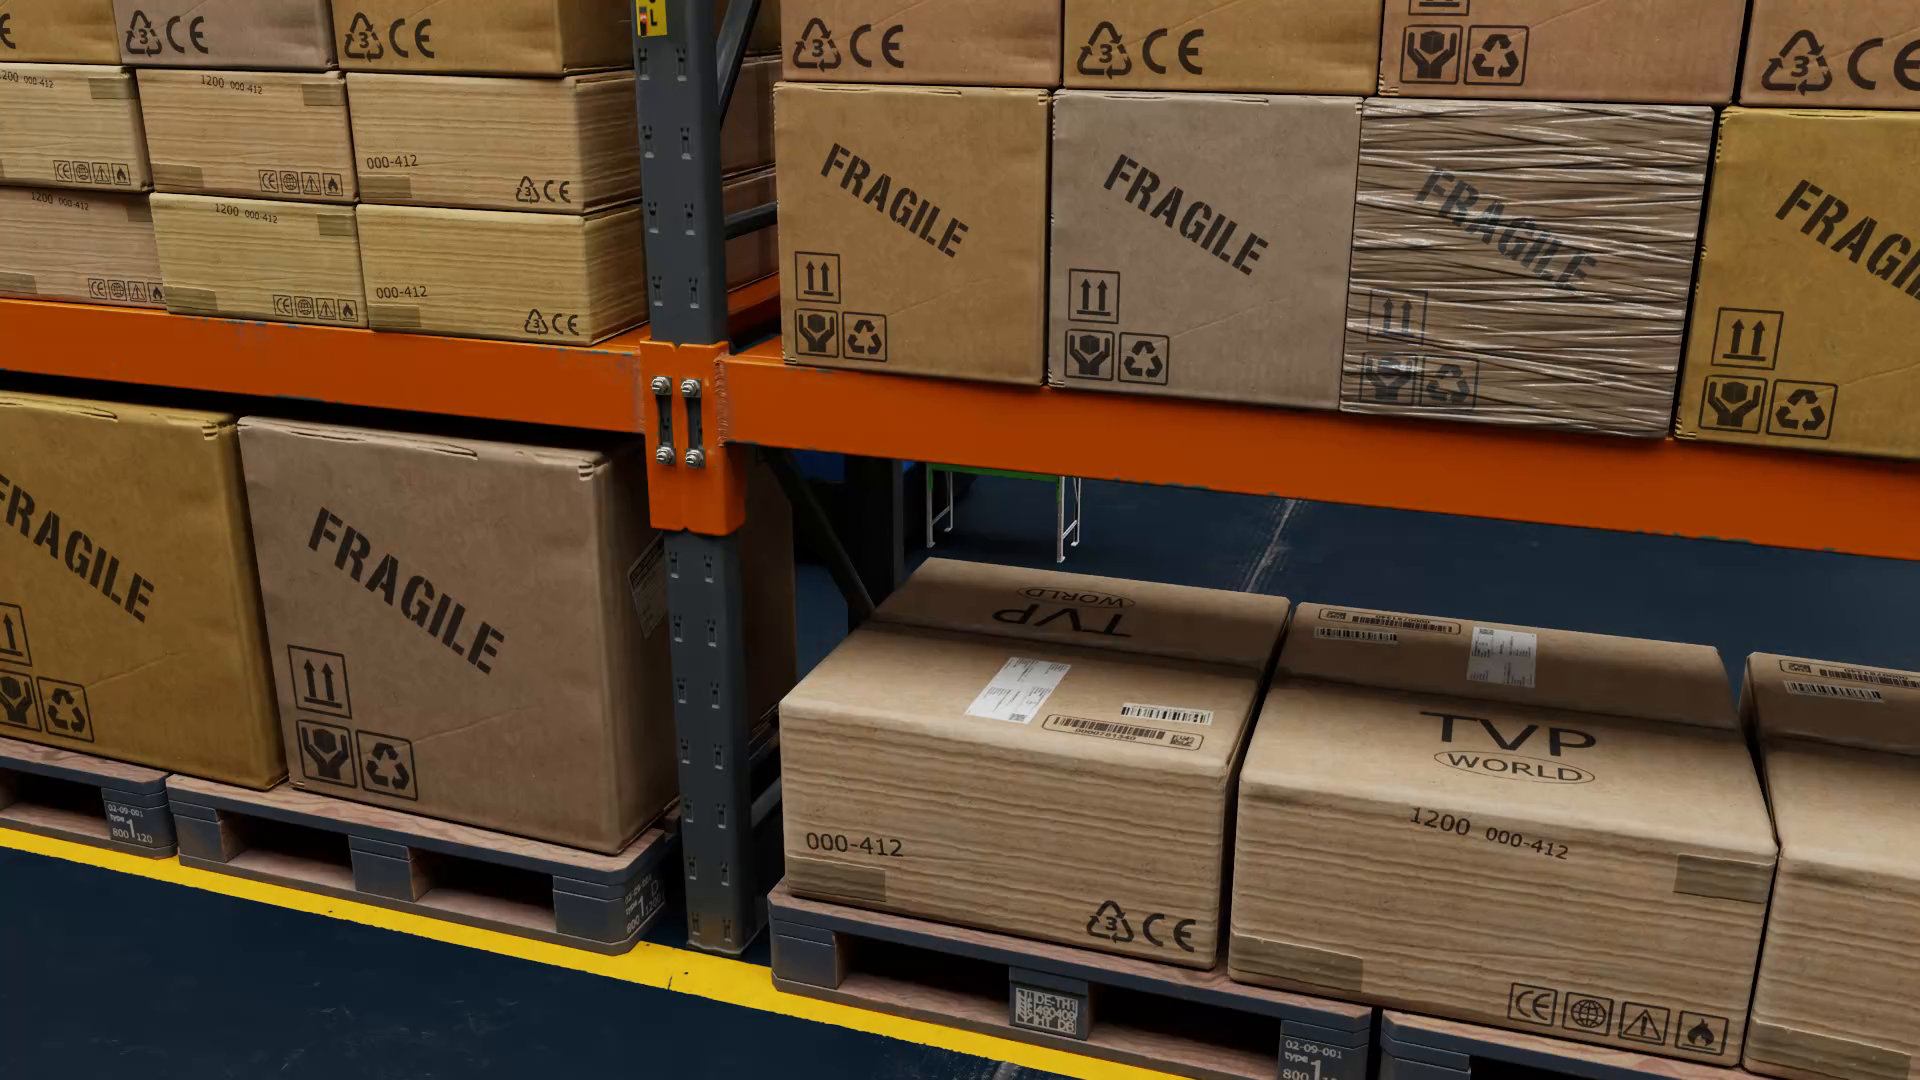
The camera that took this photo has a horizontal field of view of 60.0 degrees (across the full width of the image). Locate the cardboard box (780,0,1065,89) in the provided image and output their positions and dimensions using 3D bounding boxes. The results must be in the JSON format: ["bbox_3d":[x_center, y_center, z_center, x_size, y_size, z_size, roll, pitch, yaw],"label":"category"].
[{"bbox_3d":[0.008,-1.081,2.950,0.500,0.500,0.500,7,20,18],"label":"cardboard box"}]

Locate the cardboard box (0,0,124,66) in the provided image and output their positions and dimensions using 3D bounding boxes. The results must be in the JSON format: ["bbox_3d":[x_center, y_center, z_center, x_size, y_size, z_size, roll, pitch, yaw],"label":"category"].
[{"bbox_3d":[-1.830,-1.292,3.556,0.500,0.500,0.500,7,20,20],"label":"cardboard box"}]

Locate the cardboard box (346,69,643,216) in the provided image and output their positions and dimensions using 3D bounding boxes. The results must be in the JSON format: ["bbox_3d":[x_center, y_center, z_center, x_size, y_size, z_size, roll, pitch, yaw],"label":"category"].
[{"bbox_3d":[-0.858,-0.826,3.356,0.500,0.250,0.500,7,20,18],"label":"cardboard box"}]

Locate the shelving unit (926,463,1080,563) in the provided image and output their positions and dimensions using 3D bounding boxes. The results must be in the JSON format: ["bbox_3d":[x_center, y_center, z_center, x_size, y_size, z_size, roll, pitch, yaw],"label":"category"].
[{"bbox_3d":[0.156,-0.549,5.827,0.503,1.200,0.258,7,20,18],"label":"shelving unit"}]

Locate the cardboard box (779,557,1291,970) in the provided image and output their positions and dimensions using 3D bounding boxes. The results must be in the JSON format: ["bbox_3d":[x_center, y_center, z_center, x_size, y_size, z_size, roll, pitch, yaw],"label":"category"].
[{"bbox_3d":[0.196,0.424,3.556,0.875,0.438,0.875,6,20,17],"label":"cardboard box"}]

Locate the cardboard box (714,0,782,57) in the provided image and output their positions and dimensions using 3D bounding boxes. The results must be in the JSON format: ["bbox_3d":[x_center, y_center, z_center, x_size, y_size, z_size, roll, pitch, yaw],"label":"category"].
[{"bbox_3d":[-0.683,-1.345,3.706,0.500,0.500,0.500,7,20,19],"label":"cardboard box"}]

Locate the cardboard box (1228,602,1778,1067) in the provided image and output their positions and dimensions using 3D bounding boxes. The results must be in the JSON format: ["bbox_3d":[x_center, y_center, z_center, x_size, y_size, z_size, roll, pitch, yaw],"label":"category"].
[{"bbox_3d":[1.042,0.521,3.280,0.875,0.438,0.875,6,20,16],"label":"cardboard box"}]

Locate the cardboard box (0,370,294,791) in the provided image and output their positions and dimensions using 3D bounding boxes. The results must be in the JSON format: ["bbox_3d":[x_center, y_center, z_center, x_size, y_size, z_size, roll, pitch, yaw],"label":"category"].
[{"bbox_3d":[-1.830,-0.021,4.169,0.875,0.875,0.875,7,20,20],"label":"cardboard box"}]

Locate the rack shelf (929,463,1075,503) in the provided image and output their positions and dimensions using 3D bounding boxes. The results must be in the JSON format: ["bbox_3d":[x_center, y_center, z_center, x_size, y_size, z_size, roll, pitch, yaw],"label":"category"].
[{"bbox_3d":[0.156,-0.262,5.927,0.480,0.148,0.258,7,20,18],"label":"rack shelf"}]

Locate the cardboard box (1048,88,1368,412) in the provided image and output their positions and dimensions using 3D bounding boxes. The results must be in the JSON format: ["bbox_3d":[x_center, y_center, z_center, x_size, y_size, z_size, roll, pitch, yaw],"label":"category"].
[{"bbox_3d":[0.469,-0.548,2.939,0.500,0.500,0.500,7,20,18],"label":"cardboard box"}]

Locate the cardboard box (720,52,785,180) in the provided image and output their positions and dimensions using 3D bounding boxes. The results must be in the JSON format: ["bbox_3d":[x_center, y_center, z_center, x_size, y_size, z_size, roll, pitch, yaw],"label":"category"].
[{"bbox_3d":[-0.685,-0.989,3.824,0.500,0.250,0.500,6,20,16],"label":"cardboard box"}]

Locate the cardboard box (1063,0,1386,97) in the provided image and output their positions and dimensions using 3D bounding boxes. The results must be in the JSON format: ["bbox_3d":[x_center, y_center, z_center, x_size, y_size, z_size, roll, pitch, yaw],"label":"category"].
[{"bbox_3d":[0.483,-1.025,2.787,0.500,0.500,0.500,6,20,17],"label":"cardboard box"}]

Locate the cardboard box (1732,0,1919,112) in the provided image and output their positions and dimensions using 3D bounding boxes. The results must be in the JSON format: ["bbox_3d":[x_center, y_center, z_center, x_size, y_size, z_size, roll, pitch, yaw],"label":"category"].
[{"bbox_3d":[1.439,-0.910,2.460,0.500,0.500,0.500,6,20,18],"label":"cardboard box"}]

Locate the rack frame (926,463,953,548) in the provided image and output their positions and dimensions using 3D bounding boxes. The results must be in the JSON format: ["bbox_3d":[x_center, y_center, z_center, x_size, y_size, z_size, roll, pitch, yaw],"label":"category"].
[{"bbox_3d":[-0.074,-0.575,5.903,0.015,1.200,0.240,7,20,18],"label":"rack frame"}]

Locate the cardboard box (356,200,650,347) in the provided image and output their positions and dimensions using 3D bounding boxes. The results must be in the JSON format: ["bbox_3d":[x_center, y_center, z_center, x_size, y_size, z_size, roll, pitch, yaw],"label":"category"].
[{"bbox_3d":[-0.868,-0.588,3.433,0.500,0.250,0.500,6,20,17],"label":"cardboard box"}]

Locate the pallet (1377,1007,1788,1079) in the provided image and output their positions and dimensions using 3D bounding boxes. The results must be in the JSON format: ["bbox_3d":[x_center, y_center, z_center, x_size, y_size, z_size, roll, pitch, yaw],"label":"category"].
[{"bbox_3d":[1.487,0.866,3.271,1.213,0.211,1.003,7,20,18],"label":"pallet"}]

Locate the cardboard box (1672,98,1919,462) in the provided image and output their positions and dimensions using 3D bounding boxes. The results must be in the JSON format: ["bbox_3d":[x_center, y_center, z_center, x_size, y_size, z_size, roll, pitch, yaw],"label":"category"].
[{"bbox_3d":[1.424,-0.437,2.620,0.500,0.500,0.500,7,20,20],"label":"cardboard box"}]

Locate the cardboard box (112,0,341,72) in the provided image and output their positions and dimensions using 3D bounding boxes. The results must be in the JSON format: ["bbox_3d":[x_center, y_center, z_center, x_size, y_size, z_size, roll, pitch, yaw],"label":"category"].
[{"bbox_3d":[-1.358,-1.232,3.381,0.500,0.500,0.500,7,20,19],"label":"cardboard box"}]

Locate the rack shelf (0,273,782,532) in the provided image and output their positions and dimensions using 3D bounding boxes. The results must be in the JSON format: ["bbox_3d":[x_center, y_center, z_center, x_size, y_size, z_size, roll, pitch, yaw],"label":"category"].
[{"bbox_3d":[-2.251,-0.565,4.232,4.000,0.370,1.077,7,20,18],"label":"rack shelf"}]

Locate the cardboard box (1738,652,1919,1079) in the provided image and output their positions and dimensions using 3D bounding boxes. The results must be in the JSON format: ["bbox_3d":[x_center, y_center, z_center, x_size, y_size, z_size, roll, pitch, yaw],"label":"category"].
[{"bbox_3d":[1.893,0.619,2.999,0.875,0.438,0.875,7,20,20],"label":"cardboard box"}]

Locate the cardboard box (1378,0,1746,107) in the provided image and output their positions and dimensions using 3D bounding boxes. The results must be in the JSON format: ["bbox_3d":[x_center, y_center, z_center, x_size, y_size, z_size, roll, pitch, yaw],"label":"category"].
[{"bbox_3d":[0.964,-0.966,2.619,0.500,0.500,0.500,7,20,19],"label":"cardboard box"}]

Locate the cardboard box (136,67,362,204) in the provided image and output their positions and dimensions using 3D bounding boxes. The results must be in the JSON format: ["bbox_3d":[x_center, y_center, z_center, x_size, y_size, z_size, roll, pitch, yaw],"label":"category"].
[{"bbox_3d":[-1.333,-0.877,3.505,0.500,0.250,0.500,7,20,19],"label":"cardboard box"}]

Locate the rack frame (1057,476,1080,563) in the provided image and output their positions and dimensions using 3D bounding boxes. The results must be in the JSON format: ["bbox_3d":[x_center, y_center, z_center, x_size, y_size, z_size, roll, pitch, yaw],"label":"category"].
[{"bbox_3d":[0.387,-0.522,5.752,0.015,1.200,0.240,7,20,18],"label":"rack frame"}]

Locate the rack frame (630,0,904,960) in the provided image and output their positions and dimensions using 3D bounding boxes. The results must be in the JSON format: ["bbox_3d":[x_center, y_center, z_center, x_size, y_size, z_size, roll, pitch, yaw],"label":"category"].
[{"bbox_3d":[-0.362,-0.688,3.494,0.127,3.000,1.000,7,20,18],"label":"rack frame"}]

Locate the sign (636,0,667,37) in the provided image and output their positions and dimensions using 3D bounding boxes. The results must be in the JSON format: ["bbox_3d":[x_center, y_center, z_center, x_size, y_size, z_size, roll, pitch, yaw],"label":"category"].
[{"bbox_3d":[-0.531,-1.028,2.830,0.005,0.325,0.100,7,20,18],"label":"sign"}]

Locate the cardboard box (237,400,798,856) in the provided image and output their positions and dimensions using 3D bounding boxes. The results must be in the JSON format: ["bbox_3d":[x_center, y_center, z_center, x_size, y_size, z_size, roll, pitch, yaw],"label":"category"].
[{"bbox_3d":[-0.974,0.074,3.896,0.875,0.875,0.875,7,20,20],"label":"cardboard box"}]

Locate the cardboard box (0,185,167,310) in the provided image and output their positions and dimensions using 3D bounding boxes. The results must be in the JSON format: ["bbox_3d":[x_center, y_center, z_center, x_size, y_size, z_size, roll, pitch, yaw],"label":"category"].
[{"bbox_3d":[-1.820,-0.704,3.765,0.500,0.250,0.500,6,20,17],"label":"cardboard box"}]

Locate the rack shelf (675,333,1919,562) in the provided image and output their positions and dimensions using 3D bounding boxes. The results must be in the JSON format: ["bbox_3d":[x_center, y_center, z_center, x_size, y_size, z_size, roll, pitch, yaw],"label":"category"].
[{"bbox_3d":[1.527,-0.133,2.993,4.000,0.370,1.077,7,20,18],"label":"rack shelf"}]

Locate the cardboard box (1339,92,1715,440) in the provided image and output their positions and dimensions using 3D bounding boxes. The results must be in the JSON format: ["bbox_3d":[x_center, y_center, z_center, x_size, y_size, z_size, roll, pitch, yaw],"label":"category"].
[{"bbox_3d":[0.937,-0.492,2.779,0.500,0.500,0.500,7,20,18],"label":"cardboard box"}]

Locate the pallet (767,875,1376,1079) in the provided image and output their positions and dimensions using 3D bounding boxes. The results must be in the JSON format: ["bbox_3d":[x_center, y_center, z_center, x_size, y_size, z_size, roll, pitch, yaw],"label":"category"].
[{"bbox_3d":[0.331,0.735,3.648,1.213,0.211,1.003,7,20,18],"label":"pallet"}]

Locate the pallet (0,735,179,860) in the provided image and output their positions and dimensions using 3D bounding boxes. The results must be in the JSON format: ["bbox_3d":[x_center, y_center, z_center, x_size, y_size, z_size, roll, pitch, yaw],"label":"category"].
[{"bbox_3d":[-2.272,0.437,4.501,1.213,0.211,1.003,7,20,18],"label":"pallet"}]

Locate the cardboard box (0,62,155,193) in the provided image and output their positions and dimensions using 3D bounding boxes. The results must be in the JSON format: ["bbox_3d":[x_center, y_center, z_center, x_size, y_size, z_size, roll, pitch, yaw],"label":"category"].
[{"bbox_3d":[-1.824,-0.932,3.660,0.500,0.250,0.500,7,20,19],"label":"cardboard box"}]

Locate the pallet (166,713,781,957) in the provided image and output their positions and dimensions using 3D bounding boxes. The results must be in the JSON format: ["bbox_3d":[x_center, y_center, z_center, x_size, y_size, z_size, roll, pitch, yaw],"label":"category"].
[{"bbox_3d":[-1.116,0.568,4.125,1.213,0.211,1.003,7,20,18],"label":"pallet"}]

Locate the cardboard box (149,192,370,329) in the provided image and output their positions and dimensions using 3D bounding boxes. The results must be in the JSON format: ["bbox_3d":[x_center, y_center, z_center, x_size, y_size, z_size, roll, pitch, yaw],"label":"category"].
[{"bbox_3d":[-1.349,-0.643,3.592,0.500,0.250,0.500,6,20,17],"label":"cardboard box"}]

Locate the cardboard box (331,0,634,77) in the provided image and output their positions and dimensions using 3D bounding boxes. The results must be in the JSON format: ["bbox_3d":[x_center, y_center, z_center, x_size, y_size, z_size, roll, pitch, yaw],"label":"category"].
[{"bbox_3d":[-0.866,-1.178,3.228,0.500,0.500,0.500,7,20,20],"label":"cardboard box"}]

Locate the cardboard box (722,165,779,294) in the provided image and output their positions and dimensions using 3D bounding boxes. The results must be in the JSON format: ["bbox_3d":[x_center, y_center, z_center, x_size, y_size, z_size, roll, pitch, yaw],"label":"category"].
[{"bbox_3d":[-0.691,-0.747,3.891,0.500,0.250,0.500,6,20,17],"label":"cardboard box"}]

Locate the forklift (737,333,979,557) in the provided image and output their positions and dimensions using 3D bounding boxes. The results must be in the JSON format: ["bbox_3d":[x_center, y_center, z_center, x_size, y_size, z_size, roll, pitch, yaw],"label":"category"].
[{"bbox_3d":[-1.500,-1.594,6.197,3.031,2.935,1.130,7,20,18],"label":"forklift"}]

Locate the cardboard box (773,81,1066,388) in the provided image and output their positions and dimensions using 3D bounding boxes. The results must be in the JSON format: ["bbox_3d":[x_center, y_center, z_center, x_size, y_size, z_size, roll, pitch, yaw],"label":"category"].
[{"bbox_3d":[-0.005,-0.604,3.099,0.500,0.500,0.500,7,20,20],"label":"cardboard box"}]
